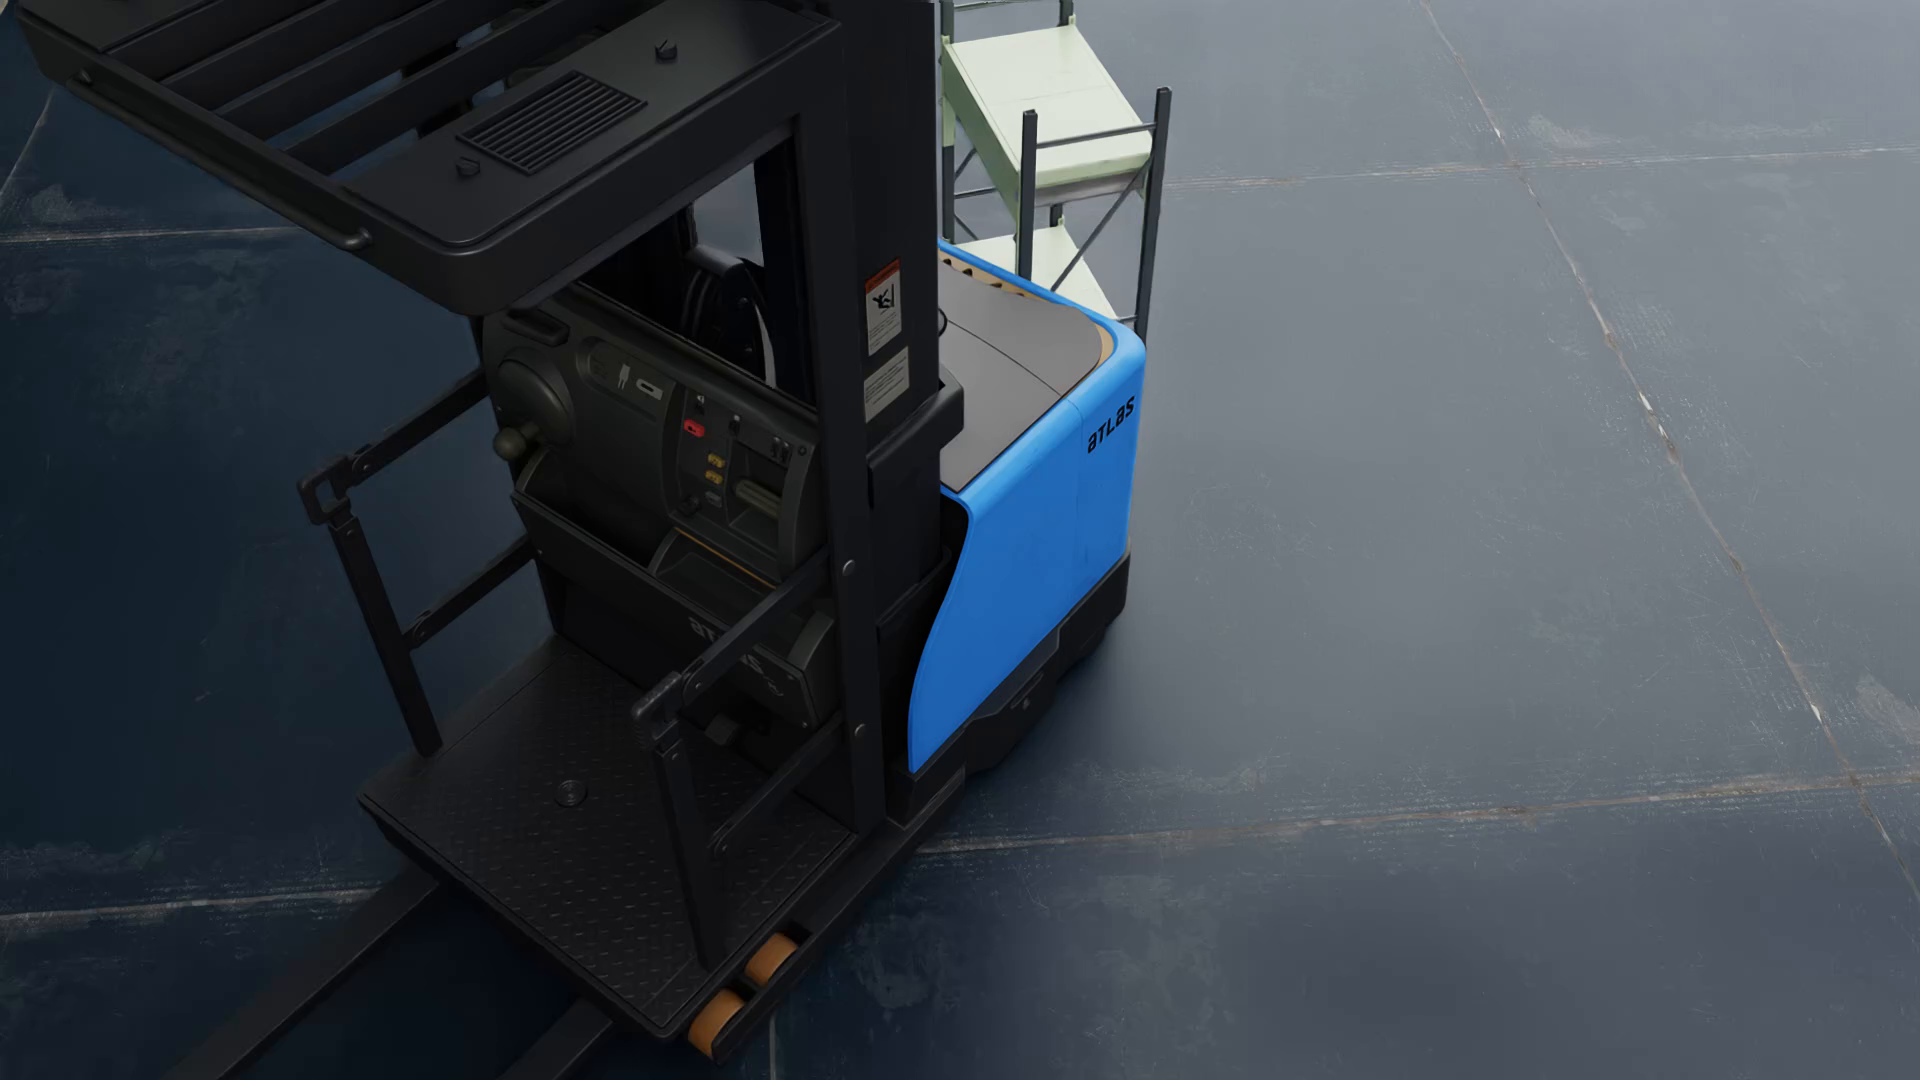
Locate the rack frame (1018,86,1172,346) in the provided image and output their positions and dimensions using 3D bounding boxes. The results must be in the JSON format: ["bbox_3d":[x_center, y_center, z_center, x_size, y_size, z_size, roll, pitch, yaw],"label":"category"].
[{"bbox_3d":[0.352,-0.607,4.791,0.400,1.500,0.023,-13,48,-12],"label":"rack frame"}]

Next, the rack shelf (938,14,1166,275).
[{"bbox_3d":[0.245,-1.129,4.749,0.431,0.370,0.720,-13,48,-12],"label":"rack shelf"}]

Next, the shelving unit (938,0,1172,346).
[{"bbox_3d":[0.245,-0.861,5.032,0.431,1.500,0.755,-13,48,-12],"label":"shelving unit"}]

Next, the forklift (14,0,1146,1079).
[{"bbox_3d":[-0.800,-0.161,3.383,1.130,2.935,3.031,29,53,25],"label":"forklift"}]

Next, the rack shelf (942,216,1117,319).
[{"bbox_3d":[0.245,-0.636,5.269,0.431,0.370,0.720,-13,48,-12],"label":"rack shelf"}]

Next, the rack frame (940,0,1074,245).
[{"bbox_3d":[0.138,-1.115,5.273,0.400,1.500,0.023,-13,48,-12],"label":"rack frame"}]
